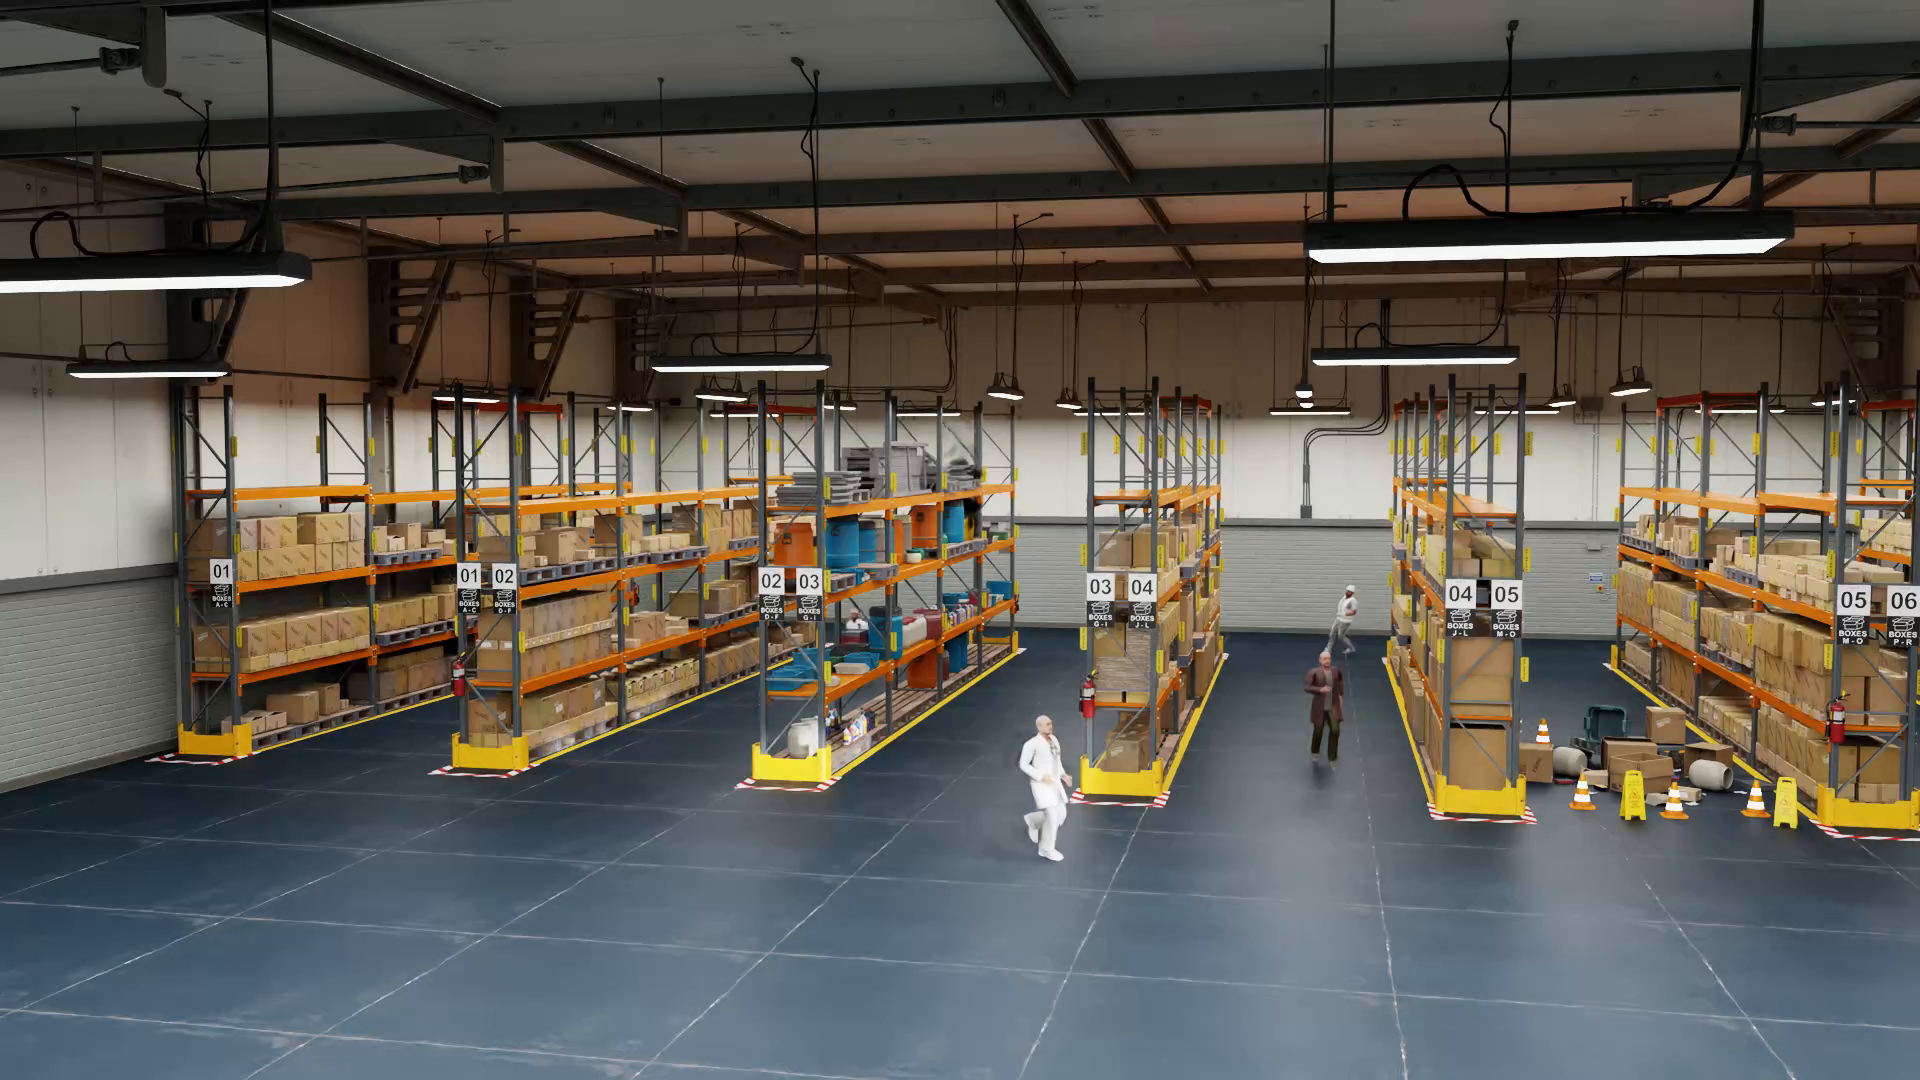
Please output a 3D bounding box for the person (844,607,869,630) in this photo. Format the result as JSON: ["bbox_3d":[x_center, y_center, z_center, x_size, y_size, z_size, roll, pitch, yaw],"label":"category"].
[{"bbox_3d":[-2.137,2.170,34.364,0.597,1.572,0.646,1,3,18],"label":"person"}]

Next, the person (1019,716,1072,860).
[{"bbox_3d":[0.998,3.008,20.307,0.652,1.739,0.712,3,4,41],"label":"person"}]

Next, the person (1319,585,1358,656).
[{"bbox_3d":[9.074,1.931,39.553,0.838,1.711,0.783,-1,3,-12],"label":"person"}]

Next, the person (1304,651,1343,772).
[{"bbox_3d":[5.681,2.662,25.949,0.692,1.863,0.881,0,3,-2],"label":"person"}]
